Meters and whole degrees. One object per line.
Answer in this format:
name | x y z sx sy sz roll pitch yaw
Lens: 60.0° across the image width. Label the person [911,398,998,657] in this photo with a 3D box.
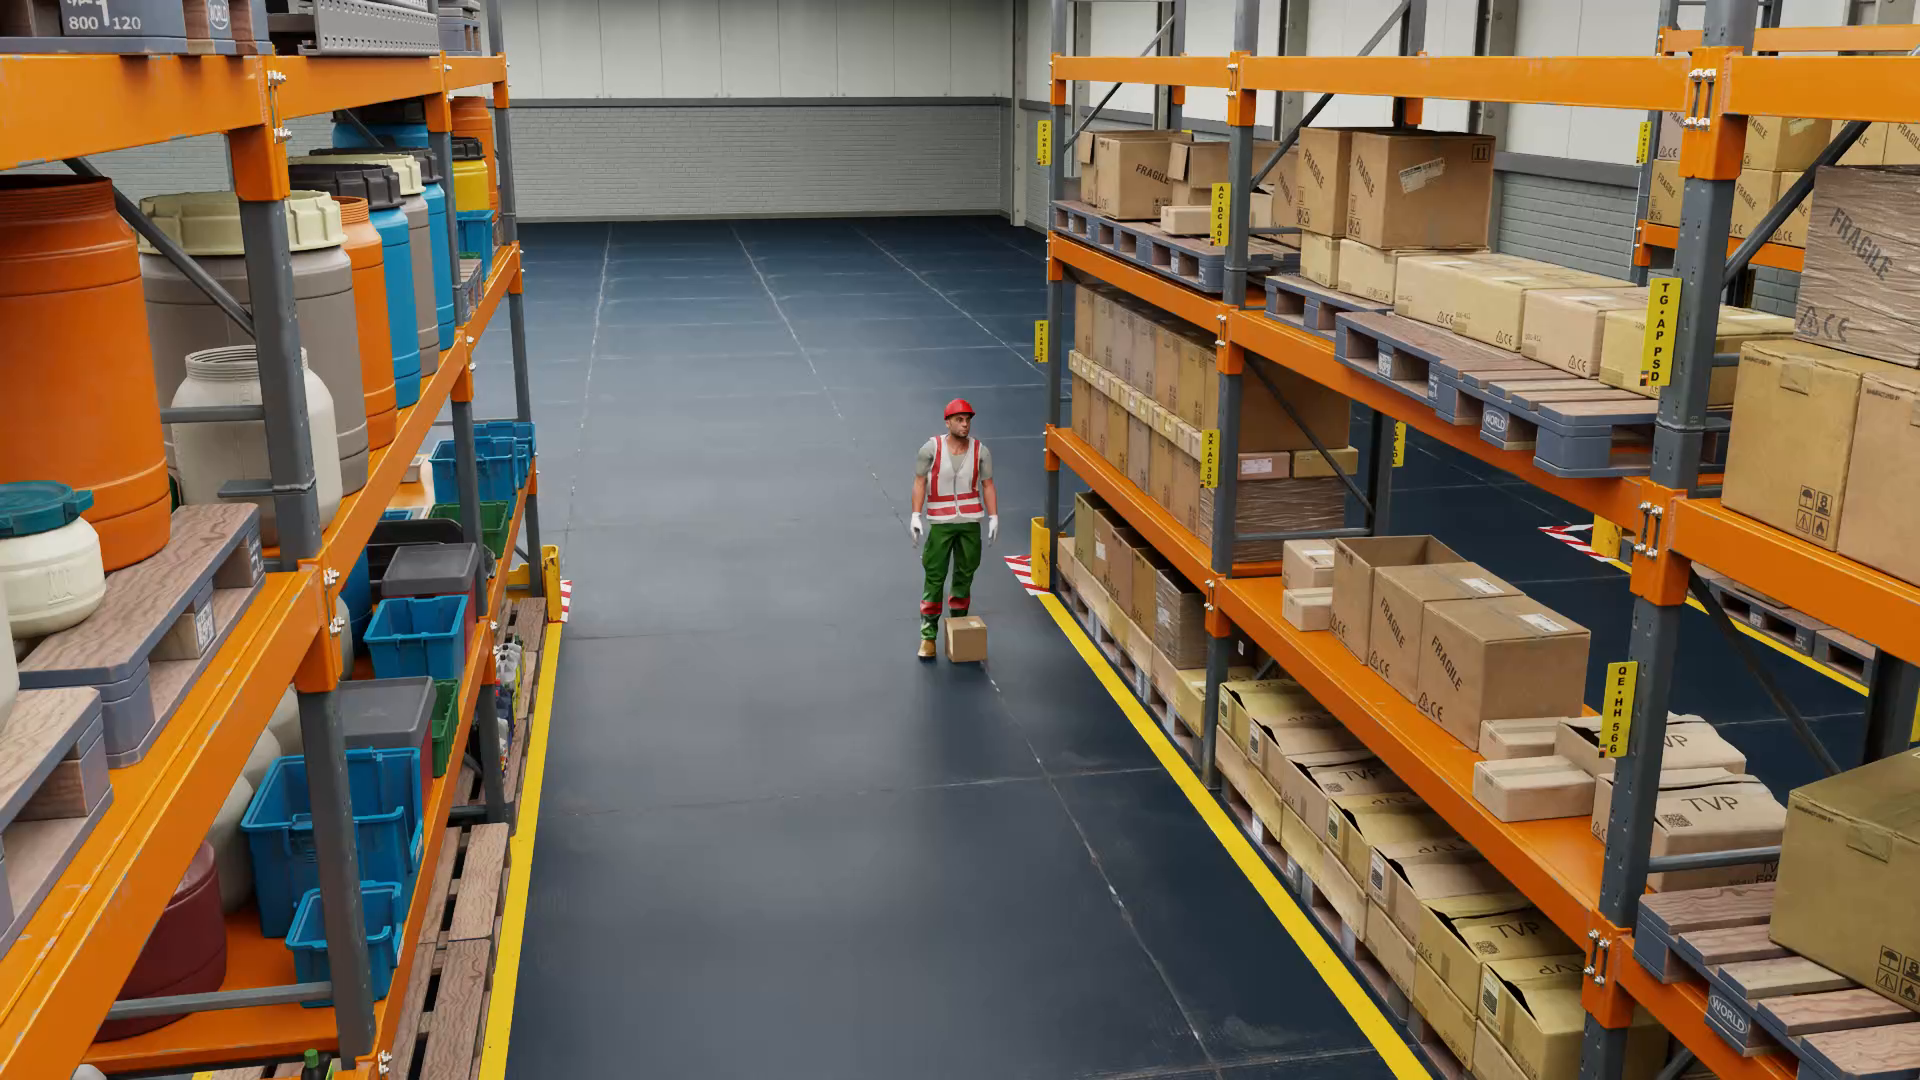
person | -0.028 -0.093 11.777 0.638 1.790 0.561 -3 16 -11
